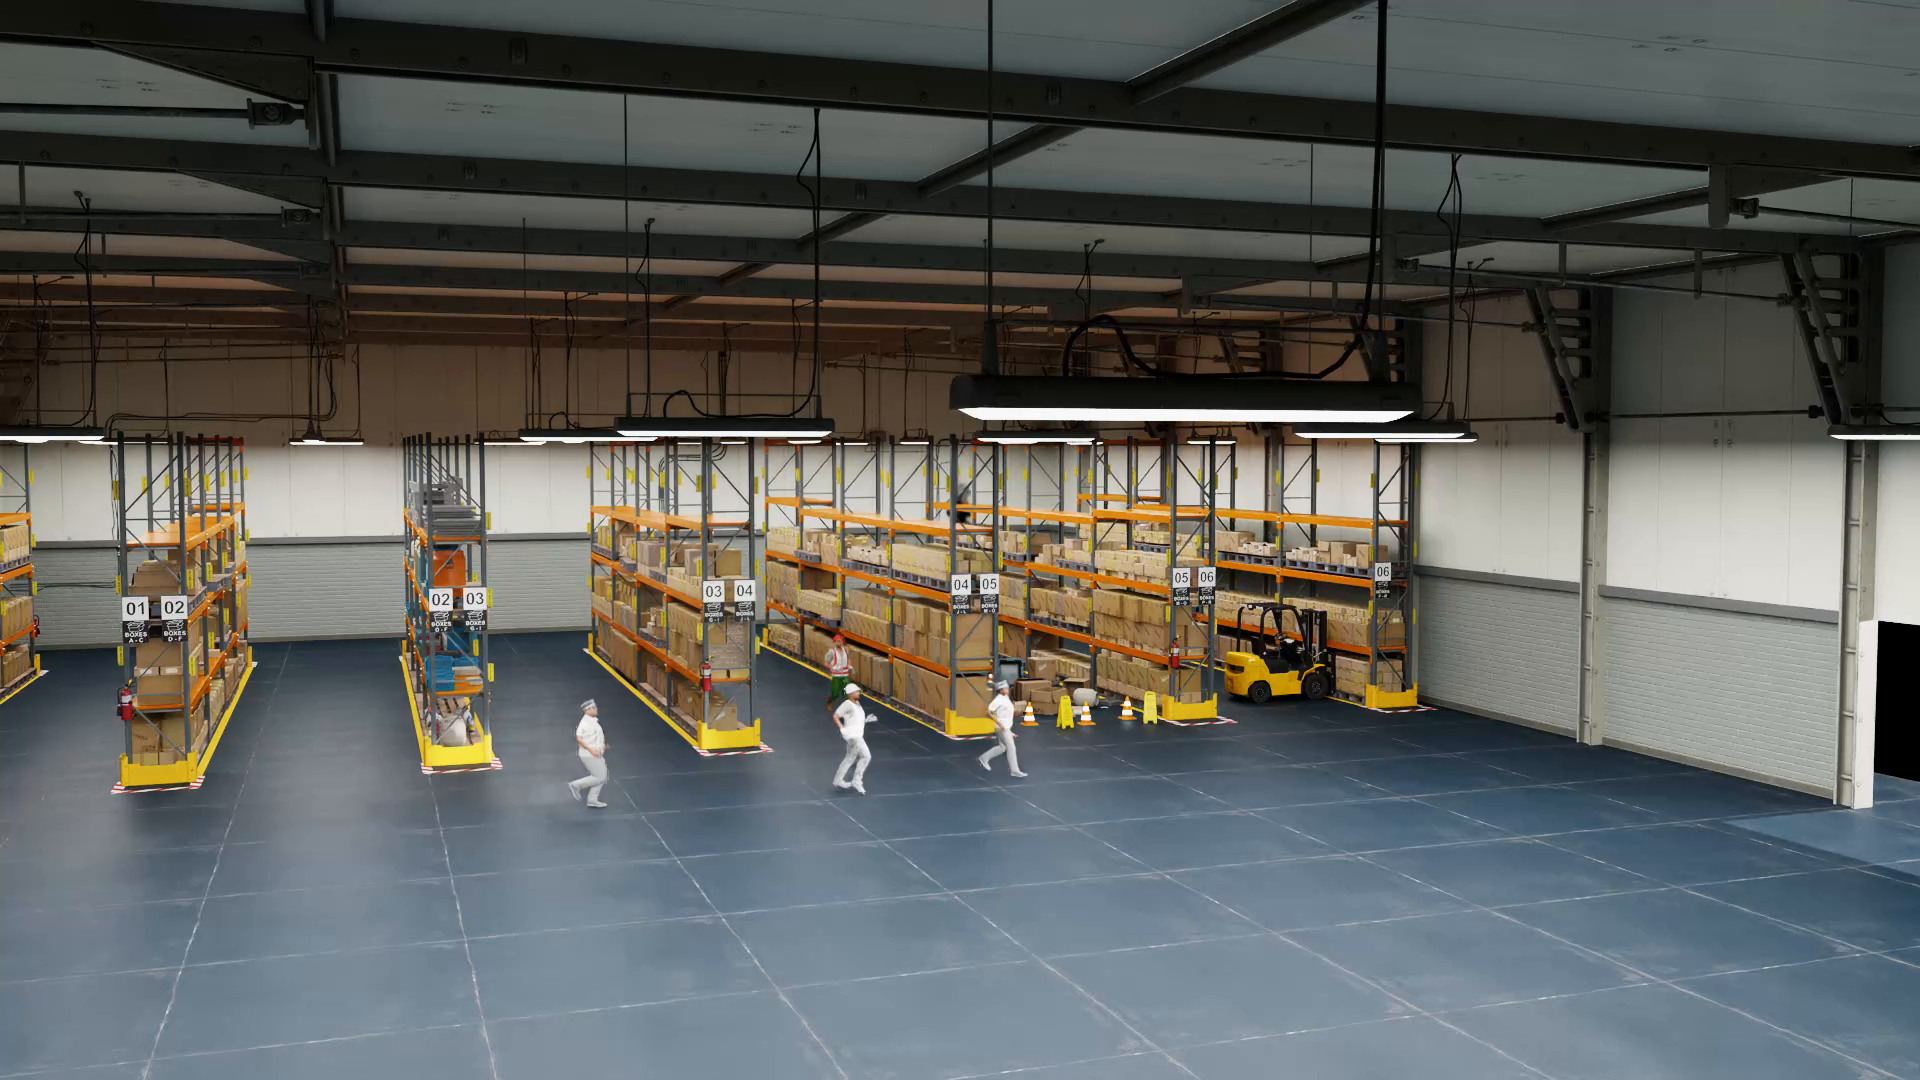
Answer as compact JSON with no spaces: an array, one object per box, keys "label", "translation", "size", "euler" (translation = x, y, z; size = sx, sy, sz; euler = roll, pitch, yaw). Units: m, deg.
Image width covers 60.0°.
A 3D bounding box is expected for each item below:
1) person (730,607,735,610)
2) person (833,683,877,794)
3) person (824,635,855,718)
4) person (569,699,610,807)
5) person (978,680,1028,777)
[{"label":"person","translation":[-6.713,2.211,48.952],"size":[0.518,1.582,0.645],"euler":[-2,4,-34]},{"label":"person","translation":[-1.755,3.302,27.651],"size":[0.753,1.833,0.663],"euler":[0,3,5]},{"label":"person","translation":[-2.570,2.890,35.298],"size":[0.666,1.756,0.832],"euler":[-2,4,-30]},{"label":"person","translation":[-5.900,3.394,26.464],"size":[0.602,1.737,0.664],"euler":[0,3,-2]},{"label":"person","translation":[0.745,3.259,28.911],"size":[0.903,1.671,0.583],"euler":[1,3,17]}]
